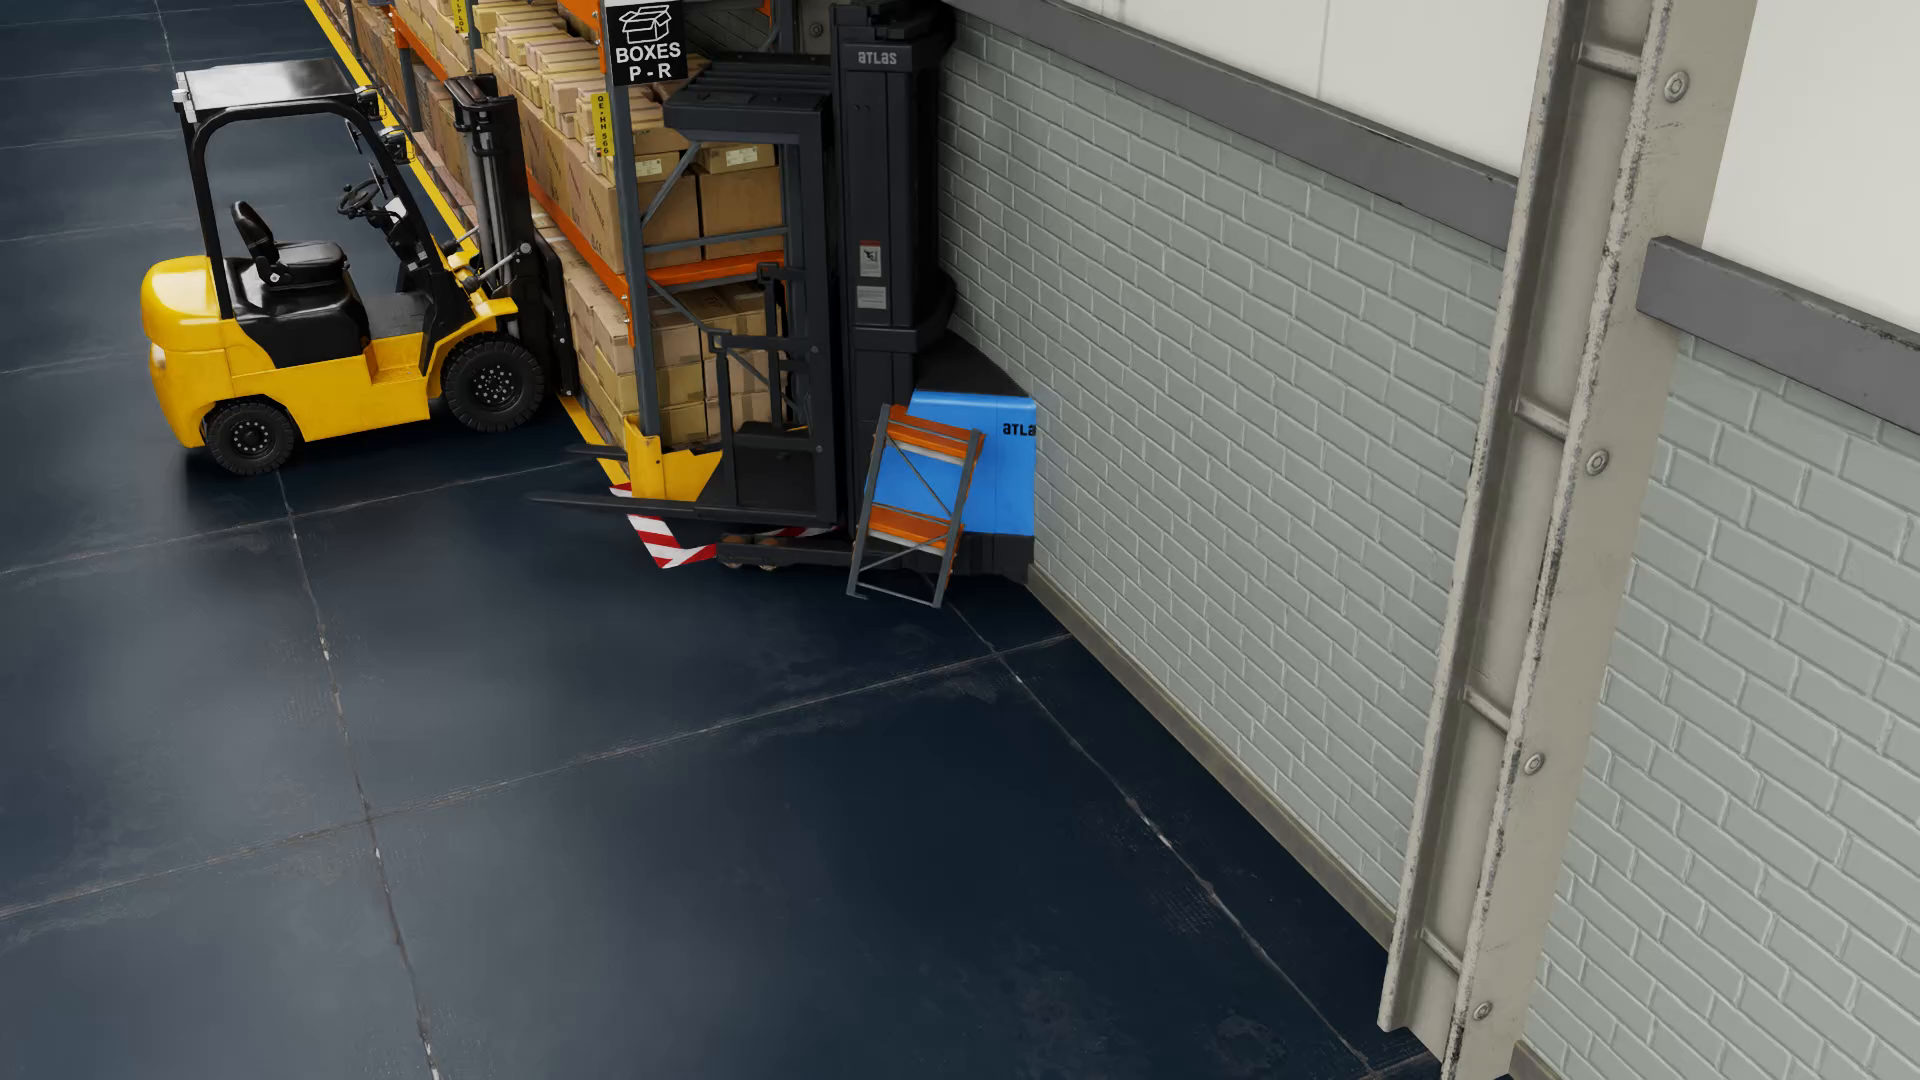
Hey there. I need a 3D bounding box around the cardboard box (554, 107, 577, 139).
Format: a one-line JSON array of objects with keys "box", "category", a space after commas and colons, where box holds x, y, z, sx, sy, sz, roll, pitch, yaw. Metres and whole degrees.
[{"box": [-2.190, -2.514, 9.901, 0.380, 0.149, 0.250, -14, 32, -24], "category": "cardboard box"}]

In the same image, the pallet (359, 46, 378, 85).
[{"box": [-6.111, -5.372, 18.614, 1.003, 0.211, 1.213, -13, 32, -22], "category": "pallet"}]

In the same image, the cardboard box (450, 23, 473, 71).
[{"box": [-3.501, -3.722, 12.462, 0.500, 0.250, 0.500, -14, 32, -23], "category": "cardboard box"}]

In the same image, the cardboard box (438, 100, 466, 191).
[{"box": [-3.945, -3.457, 14.347, 0.875, 0.625, 0.625, -14, 32, -24], "category": "cardboard box"}]

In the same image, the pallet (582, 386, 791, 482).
[{"box": [-1.709, -0.752, 10.375, 1.003, 0.211, 1.213, -13, 32, -22], "category": "pallet"}]

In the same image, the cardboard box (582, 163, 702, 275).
[{"box": [-1.791, -1.845, 9.371, 0.500, 0.500, 0.500, -14, 32, -23], "category": "cardboard box"}]

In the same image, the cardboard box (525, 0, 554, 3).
[{"box": [-3.085, -4.062, 12.662, 0.380, 0.149, 0.250, -14, 32, -24], "category": "cardboard box"}]

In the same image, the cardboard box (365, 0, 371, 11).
[{"box": [-6.271, -5.884, 18.140, 0.380, 0.149, 0.250, -15, 33, -25], "category": "cardboard box"}]

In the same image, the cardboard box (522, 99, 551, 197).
[{"box": [-2.451, -2.522, 10.578, 0.500, 0.500, 0.500, -13, 32, -22], "category": "cardboard box"}]

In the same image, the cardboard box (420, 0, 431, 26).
[{"box": [-4.143, -4.401, 13.674, 0.500, 0.250, 0.500, -13, 32, -21], "category": "cardboard box"}]

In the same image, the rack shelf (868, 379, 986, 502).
[{"box": [-0.080, -0.612, 8.679, 0.538, 0.278, 1.000, 16, 31, 5], "category": "rack shelf"}]

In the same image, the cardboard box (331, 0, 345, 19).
[{"box": [-7.257, -6.665, 20.196, 0.700, 0.500, 0.500, -14, 32, -24], "category": "cardboard box"}]

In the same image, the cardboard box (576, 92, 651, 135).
[{"box": [-1.957, -2.421, 9.432, 0.380, 0.149, 0.250, -12, 32, -21], "category": "cardboard box"}]

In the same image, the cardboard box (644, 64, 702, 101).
[{"box": [-1.730, -2.748, 10.015, 0.380, 0.149, 0.250, -12, 31, -20], "category": "cardboard box"}]

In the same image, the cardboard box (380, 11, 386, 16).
[{"box": [-5.821, -5.424, 17.320, 0.380, 0.149, 0.250, -13, 32, -22], "category": "cardboard box"}]

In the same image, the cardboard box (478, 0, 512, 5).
[{"box": [-3.534, -3.947, 12.456, 0.380, 0.149, 0.250, -14, 32, -23], "category": "cardboard box"}]

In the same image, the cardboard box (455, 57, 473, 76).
[{"box": [-3.512, -3.508, 12.593, 0.500, 0.250, 0.500, -12, 32, -21], "category": "cardboard box"}]

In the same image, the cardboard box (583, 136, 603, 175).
[{"box": [-1.881, -2.166, 9.281, 0.380, 0.149, 0.250, -13, 32, -21], "category": "cardboard box"}]

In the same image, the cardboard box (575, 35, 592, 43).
[{"box": [-2.445, -3.422, 11.521, 0.380, 0.149, 0.250, -12, 32, -21], "category": "cardboard box"}]

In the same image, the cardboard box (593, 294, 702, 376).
[{"box": [-1.822, -1.197, 9.677, 0.500, 0.250, 0.500, -12, 31, -20], "category": "cardboard box"}]

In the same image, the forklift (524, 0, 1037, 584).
[{"box": [-0.873, -1.369, 8.695, 3.031, 2.935, 1.130, 4, 30, 7], "category": "forklift"}]

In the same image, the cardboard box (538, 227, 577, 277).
[{"box": [-2.483, -1.867, 10.873, 0.500, 0.250, 0.500, -14, 32, -23], "category": "cardboard box"}]

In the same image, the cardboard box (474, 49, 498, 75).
[{"box": [-3.105, -3.199, 11.785, 0.500, 0.500, 0.500, -14, 32, -23], "category": "cardboard box"}]

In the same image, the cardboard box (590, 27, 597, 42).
[{"box": [-2.290, -3.453, 11.272, 0.380, 0.149, 0.250, -14, 32, -23], "category": "cardboard box"}]

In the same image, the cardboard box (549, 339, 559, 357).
[{"box": [-2.484, -1.433, 11.121, 0.500, 0.250, 0.500, -12, 31, -20], "category": "cardboard box"}]

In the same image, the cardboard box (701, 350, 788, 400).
[{"box": [-1.357, -1.092, 10.001, 0.500, 0.250, 0.500, -12, 32, -21], "category": "cardboard box"}]

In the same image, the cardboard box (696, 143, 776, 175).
[{"box": [-1.254, -2.170, 9.287, 0.380, 0.149, 0.250, -14, 32, -23], "category": "cardboard box"}]

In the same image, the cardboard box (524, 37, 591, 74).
[{"box": [-2.566, -3.107, 10.654, 0.380, 0.149, 0.250, -13, 32, -22], "category": "cardboard box"}]

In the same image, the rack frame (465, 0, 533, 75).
[{"box": [-3.060, -3.406, 12.257, 1.000, 3.000, 0.127, -13, 32, -22], "category": "rack frame"}]

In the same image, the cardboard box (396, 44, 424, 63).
[{"box": [-5.218, -4.714, 16.052, 0.380, 0.149, 0.250, -15, 32, -24], "category": "cardboard box"}]

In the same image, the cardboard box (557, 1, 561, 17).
[{"box": [-2.650, -3.785, 11.863, 0.380, 0.149, 0.250, -13, 32, -22], "category": "cardboard box"}]

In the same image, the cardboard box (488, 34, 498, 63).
[{"box": [-3.048, -3.422, 11.521, 0.380, 0.149, 0.250, -12, 32, -21], "category": "cardboard box"}]

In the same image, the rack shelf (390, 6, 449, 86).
[{"box": [-3.918, -3.976, 14.008, 1.077, 0.370, 4.000, -13, 32, -22], "category": "rack shelf"}]

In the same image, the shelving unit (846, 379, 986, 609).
[{"box": [-0.136, -0.367, 8.829, 0.538, 1.125, 1.048, 16, 31, 5], "category": "shelving unit"}]

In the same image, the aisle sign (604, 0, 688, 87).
[{"box": [-1.579, -2.682, 8.308, 0.394, 0.787, 0.004, -13, 32, -22], "category": "aisle sign"}]

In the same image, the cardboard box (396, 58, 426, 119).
[{"box": [-5.153, -4.407, 16.169, 0.500, 0.500, 0.500, -12, 31, -21], "category": "cardboard box"}]

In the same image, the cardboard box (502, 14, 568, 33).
[{"box": [-2.879, -3.452, 11.269, 0.380, 0.149, 0.250, -14, 32, -23], "category": "cardboard box"}]

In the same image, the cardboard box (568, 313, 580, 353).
[{"box": [-2.280, -1.438, 10.618, 0.500, 0.250, 0.500, -14, 32, -23], "category": "cardboard box"}]

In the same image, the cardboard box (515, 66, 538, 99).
[{"box": [-2.637, -2.965, 10.705, 0.380, 0.149, 0.250, -14, 32, -24], "category": "cardboard box"}]

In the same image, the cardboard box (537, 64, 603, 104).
[{"box": [-2.325, -2.752, 10.021, 0.380, 0.149, 0.250, -12, 32, -21], "category": "cardboard box"}]

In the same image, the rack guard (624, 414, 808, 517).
[{"box": [-1.332, -0.538, 9.698, 1.175, 0.500, 0.348, -13, 32, -22], "category": "rack guard"}]

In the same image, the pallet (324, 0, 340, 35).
[{"box": [-7.316, -6.567, 20.745, 1.003, 0.211, 1.213, -13, 32, -22], "category": "pallet"}]

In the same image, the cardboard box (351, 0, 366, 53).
[{"box": [-6.490, -5.772, 18.602, 0.500, 0.500, 0.500, -12, 31, -20], "category": "cardboard box"}]

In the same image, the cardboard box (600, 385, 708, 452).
[{"box": [-1.829, -0.764, 9.927, 0.500, 0.250, 0.500, -13, 32, -22], "category": "cardboard box"}]

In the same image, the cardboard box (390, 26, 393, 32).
[{"box": [-5.508, -5.079, 16.704, 0.380, 0.149, 0.250, -12, 31, -21], "category": "cardboard box"}]

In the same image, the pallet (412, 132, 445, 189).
[{"box": [-4.459, -3.585, 15.427, 1.003, 0.211, 1.213, -13, 32, -22], "category": "pallet"}]

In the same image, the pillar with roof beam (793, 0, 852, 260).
[{"box": [-4.715, -3.848, 6.912, 9.100, 9.000, 0.400, -13, 32, -22], "category": "pillar with roof beam"}]

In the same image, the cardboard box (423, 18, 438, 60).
[{"box": [-4.147, -4.181, 13.793, 0.500, 0.250, 0.500, -12, 31, -20], "category": "cardboard box"}]

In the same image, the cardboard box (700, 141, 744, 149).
[{"box": [-1.294, -2.288, 9.195, 0.380, 0.149, 0.250, -14, 32, -23], "category": "cardboard box"}]

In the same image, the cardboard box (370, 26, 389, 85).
[{"box": [-5.825, -5.087, 17.381, 0.500, 0.500, 0.500, -14, 32, -24], "category": "cardboard box"}]

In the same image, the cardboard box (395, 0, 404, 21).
[{"box": [-4.807, -4.860, 15.004, 0.500, 0.250, 0.500, -13, 32, -22], "category": "cardboard box"}]
